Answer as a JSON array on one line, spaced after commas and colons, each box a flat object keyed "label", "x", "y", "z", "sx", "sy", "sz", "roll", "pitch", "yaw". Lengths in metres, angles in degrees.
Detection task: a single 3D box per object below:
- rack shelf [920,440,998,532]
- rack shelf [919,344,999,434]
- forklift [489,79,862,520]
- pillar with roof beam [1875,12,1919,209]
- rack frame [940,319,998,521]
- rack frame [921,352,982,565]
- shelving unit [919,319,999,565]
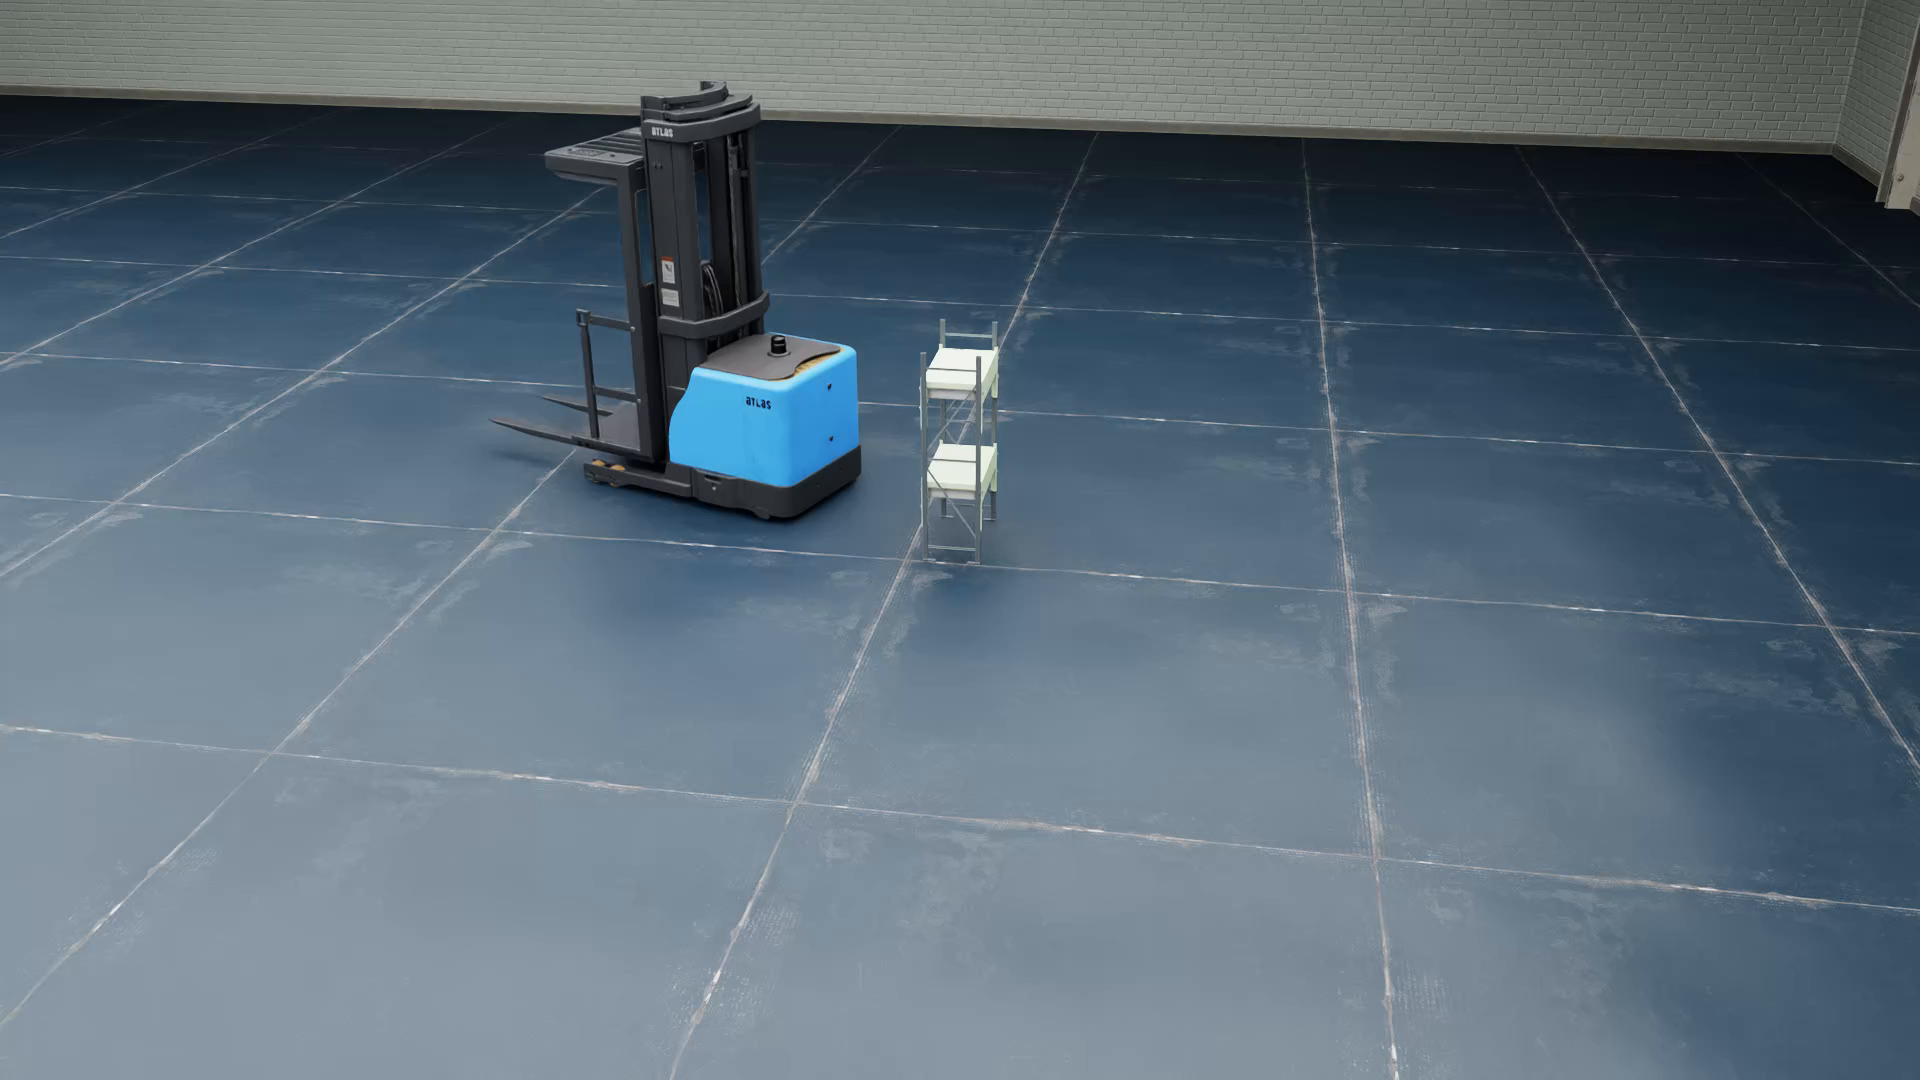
[{"label": "rack shelf", "x": 0.001, "y": -0.387, "z": 11.620, "sx": 0.431, "sy": 0.370, "sz": 0.720, "roll": 4, "pitch": 25, "yaw": 9}, {"label": "rack shelf", "x": 0.001, "y": -1.036, "z": 11.317, "sx": 0.431, "sy": 0.370, "sz": 0.720, "roll": 4, "pitch": 25, "yaw": 9}, {"label": "forklift", "x": -2.294, "y": -1.909, "z": 12.415, "sx": 3.031, "sy": 2.935, "sz": 1.130, "roll": 13, "pitch": 28, "yaw": 26}, {"label": "pillar with roof beam", "x": 7.381, "y": -8.548, "z": 19.442, "sx": 9.100, "sy": 9.000, "sz": 0.400, "roll": 4, "pitch": 25, "yaw": 9}, {"label": "rack frame", "x": 0.061, "y": -0.835, "z": 11.809, "sx": 0.400, "sy": 1.500, "sz": 0.023, "roll": 4, "pitch": 25, "yaw": 9}, {"label": "rack frame", "x": -0.059, "y": -0.529, "z": 11.155, "sx": 0.400, "sy": 1.500, "sz": 0.023, "roll": 4, "pitch": 25, "yaw": 9}, {"label": "shelving unit", "x": 0.001, "y": -0.682, "z": 11.482, "sx": 0.431, "sy": 1.500, "sz": 0.755, "roll": 4, "pitch": 25, "yaw": 9}]
